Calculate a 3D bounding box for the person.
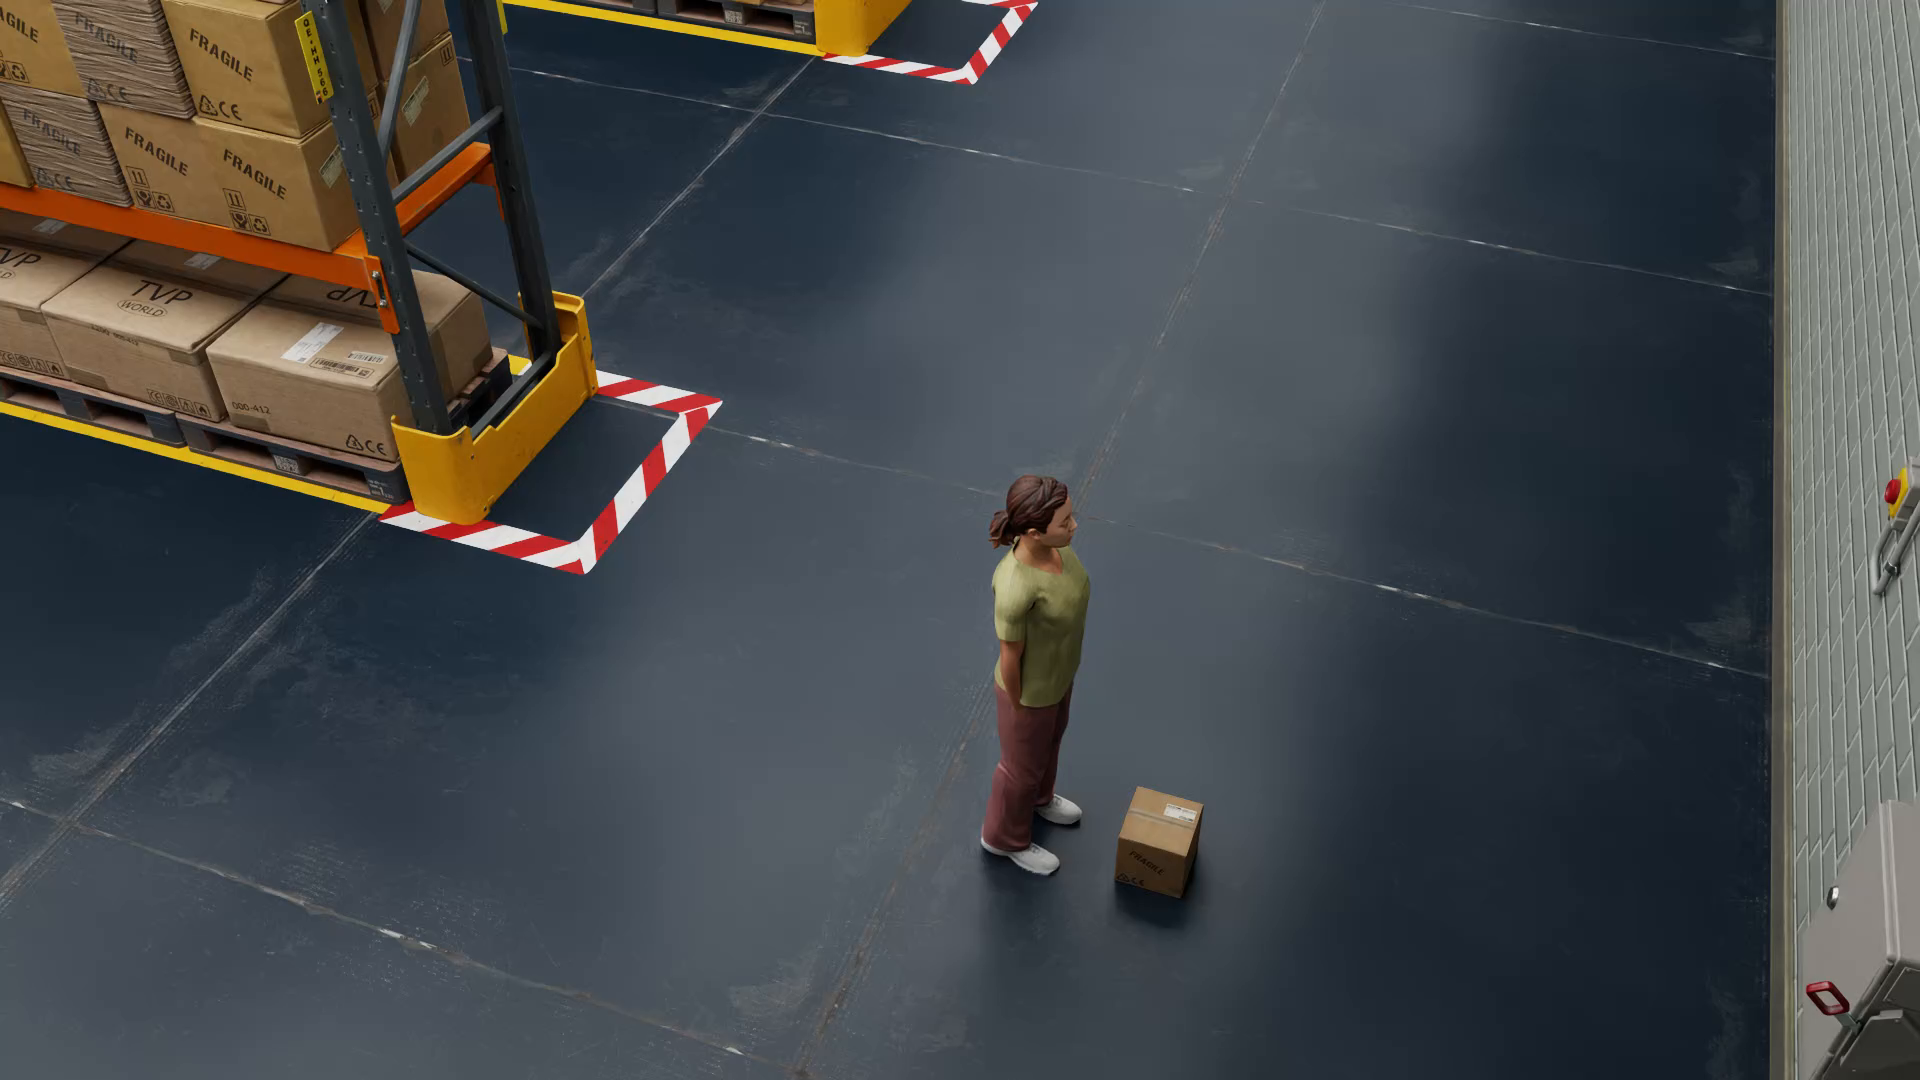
[{"bbox_3d":[0.254,0.450,5.664,0.353,1.675,0.439,15,44,16],"label":"person"}]
